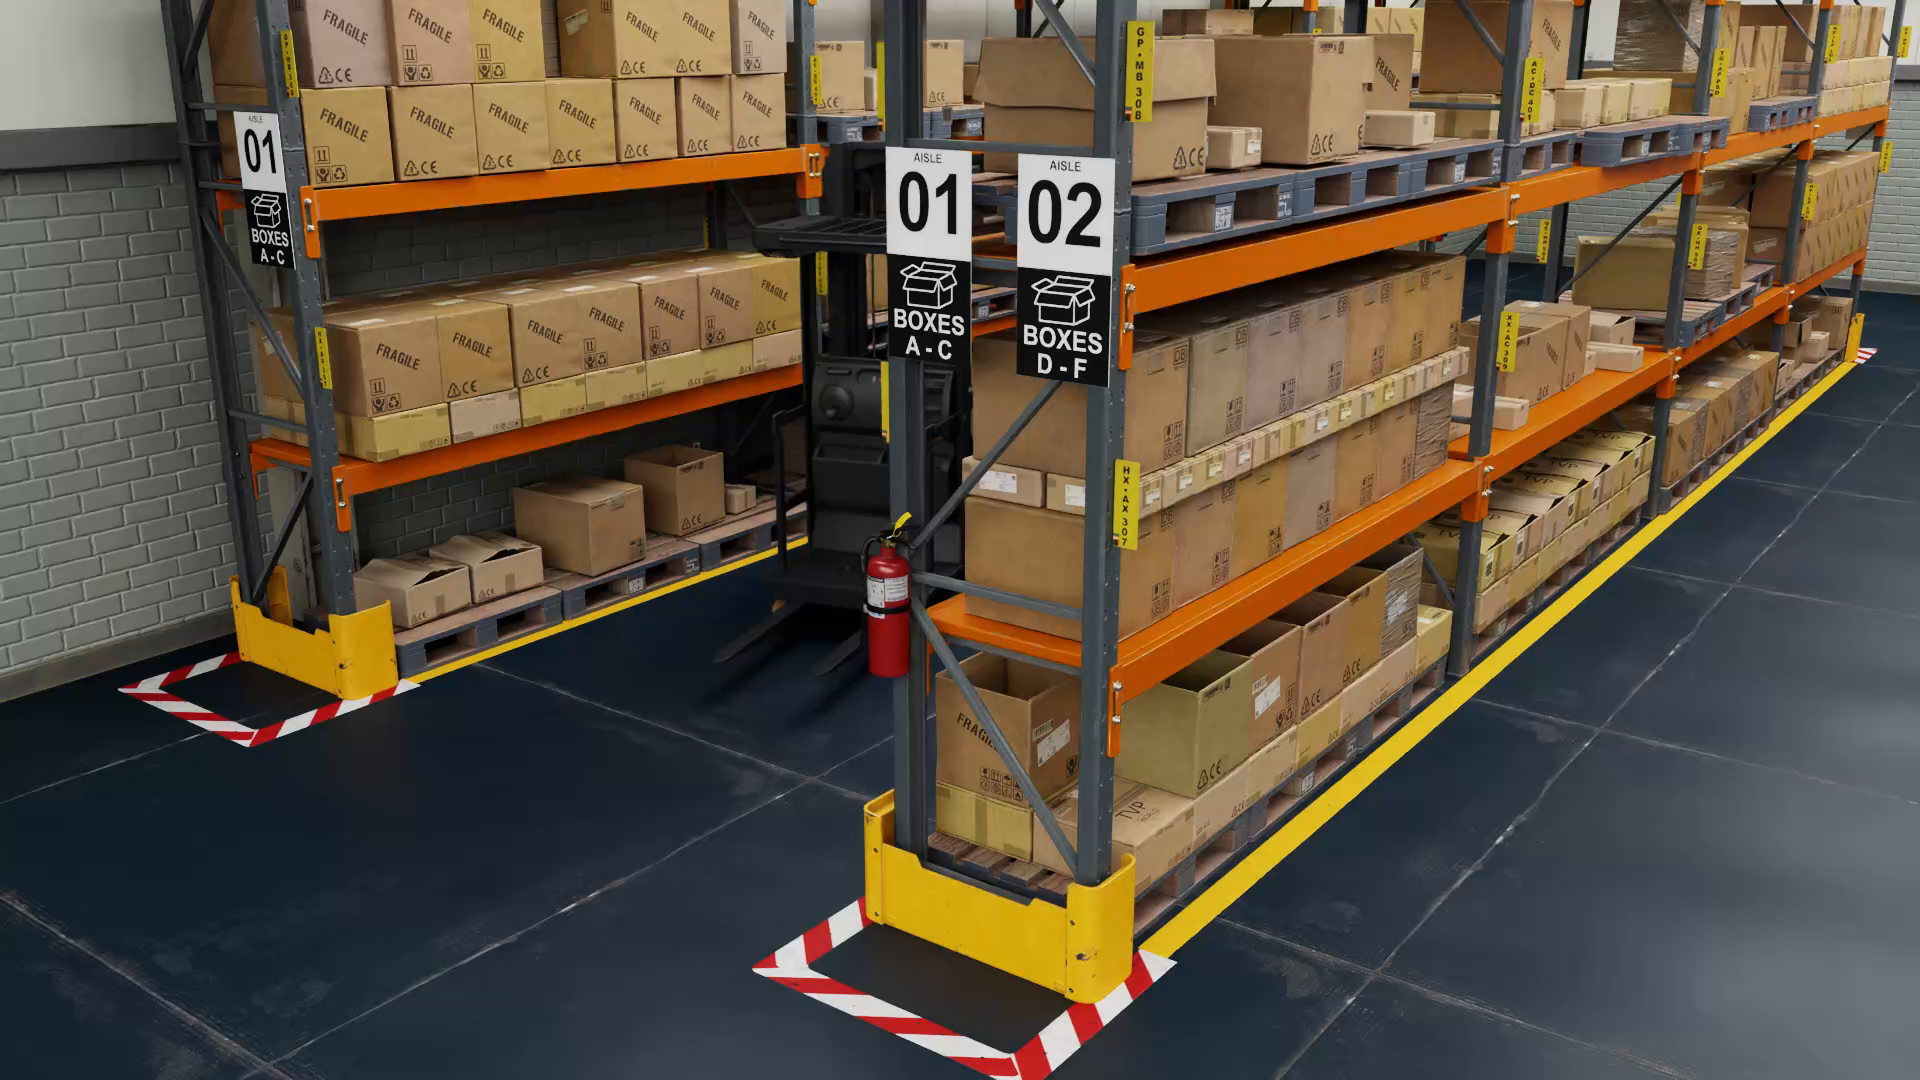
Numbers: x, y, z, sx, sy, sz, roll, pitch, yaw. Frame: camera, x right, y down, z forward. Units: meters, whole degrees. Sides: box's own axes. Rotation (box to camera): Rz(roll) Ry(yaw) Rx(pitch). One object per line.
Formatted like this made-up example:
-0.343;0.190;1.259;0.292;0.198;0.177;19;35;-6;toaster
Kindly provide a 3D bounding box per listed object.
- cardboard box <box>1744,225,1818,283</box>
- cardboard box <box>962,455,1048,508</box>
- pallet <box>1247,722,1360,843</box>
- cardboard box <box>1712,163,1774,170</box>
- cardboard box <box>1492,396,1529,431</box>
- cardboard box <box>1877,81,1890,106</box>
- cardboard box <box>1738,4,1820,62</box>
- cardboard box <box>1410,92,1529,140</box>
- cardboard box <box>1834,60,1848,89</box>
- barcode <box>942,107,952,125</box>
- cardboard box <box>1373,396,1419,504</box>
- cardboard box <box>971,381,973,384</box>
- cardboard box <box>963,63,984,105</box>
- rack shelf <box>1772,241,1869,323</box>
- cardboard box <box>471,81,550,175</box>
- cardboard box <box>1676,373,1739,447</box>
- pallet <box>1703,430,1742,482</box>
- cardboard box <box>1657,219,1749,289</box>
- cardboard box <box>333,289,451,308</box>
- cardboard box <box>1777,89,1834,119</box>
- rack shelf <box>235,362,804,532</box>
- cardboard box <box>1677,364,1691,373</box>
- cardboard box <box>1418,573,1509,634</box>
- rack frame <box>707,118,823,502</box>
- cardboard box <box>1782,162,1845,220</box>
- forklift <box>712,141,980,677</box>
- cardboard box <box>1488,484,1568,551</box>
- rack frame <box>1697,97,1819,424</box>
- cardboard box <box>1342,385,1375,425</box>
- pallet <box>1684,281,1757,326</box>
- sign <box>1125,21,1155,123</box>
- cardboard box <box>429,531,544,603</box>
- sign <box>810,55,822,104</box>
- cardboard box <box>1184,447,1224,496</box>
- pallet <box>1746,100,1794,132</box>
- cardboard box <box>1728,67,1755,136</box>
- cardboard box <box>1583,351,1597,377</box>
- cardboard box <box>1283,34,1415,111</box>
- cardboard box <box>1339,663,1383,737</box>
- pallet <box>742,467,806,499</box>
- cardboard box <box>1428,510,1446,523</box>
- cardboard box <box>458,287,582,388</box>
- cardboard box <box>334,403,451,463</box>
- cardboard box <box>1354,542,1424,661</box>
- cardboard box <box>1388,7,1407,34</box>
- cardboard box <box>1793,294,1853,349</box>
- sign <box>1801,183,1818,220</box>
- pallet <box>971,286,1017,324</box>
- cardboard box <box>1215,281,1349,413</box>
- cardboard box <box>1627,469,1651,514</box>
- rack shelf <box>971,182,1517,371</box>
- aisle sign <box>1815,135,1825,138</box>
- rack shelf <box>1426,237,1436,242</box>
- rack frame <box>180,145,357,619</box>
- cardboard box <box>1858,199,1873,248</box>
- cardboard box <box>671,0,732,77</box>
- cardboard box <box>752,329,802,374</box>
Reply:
7.830;-2.754;15.887;0.500;0.500;0.500;13;22;36;cardboard box
0.233;-0.257;6.752;0.380;0.149;0.250;12;21;34;cardboard box
1.307;1.078;8.418;1.003;0.211;1.213;12;21;35;pallet
7.704;-3.447;16.432;0.500;0.500;0.500;12;21;34;cardboard box
3.233;-0.783;10.130;0.380;0.149;0.250;12;21;35;cardboard box
9.597;-4.778;17.767;0.500;0.250;0.500;12;21;35;cardboard box
7.567;-4.714;15.452;0.700;0.500;0.500;12;21;35;cardboard box
2.916;-2.434;9.512;0.500;0.250;0.500;15;23;40;cardboard box
8.094;-4.424;15.785;0.500;0.250;0.500;12;21;35;cardboard box
-0.050;-1.642;6.437;0.001;0.075;0.075;12;21;35;barcode
1.973;-0.542;8.763;0.700;0.500;0.500;12;21;34;cardboard box
-0.117;-1.165;14.411;0.700;0.500;0.500;12;21;34;cardboard box
0.097;-3.754;14.009;0.797;0.503;0.637;16;24;42;cardboard box
8.500;-2.766;17.306;1.077;0.370;4.000;12;21;35;rack shelf
-2.768;-2.421;9.722;0.500;0.500;0.500;14;22;37;cardboard box
6.342;-1.124;14.279;0.500;0.500;0.500;12;21;33;cardboard box
6.127;-0.809;14.494;1.003;0.211;1.213;12;21;35;pallet
6.305;-2.450;14.198;0.700;0.500;0.500;7;19;21;cardboard box
-3.405;-1.214;10.049;0.500;0.500;0.500;13;21;35;cardboard box
7.796;-4.066;15.475;0.500;0.250;0.500;12;21;35;cardboard box
-2.631;-0.782;10.918;1.077;0.370;4.000;12;21;35;rack shelf
6.211;-1.331;14.944;0.500;0.500;0.500;13;21;35;cardboard box
2.981;0.332;10.044;0.500;0.250;0.500;12;21;33;cardboard box
-1.439;-1.602;12.346;1.000;3.000;0.127;12;21;35;rack frame
8.428;-3.466;16.494;0.500;0.500;0.500;12;21;33;cardboard box
-0.559;-0.899;10.196;1.130;2.935;3.031;6;18;19;forklift
3.597;-0.179;10.746;0.500;0.311;0.500;12;21;33;cardboard box
7.308;-2.633;15.666;1.000;3.000;0.127;12;21;35;rack frame
1.794;-0.681;8.115;0.380;0.149;0.250;13;22;36;cardboard box
6.080;-2.053;14.120;1.003;0.211;1.213;12;21;35;pallet
0.600;-1.563;5.555;0.100;0.325;0.005;12;21;35;sign
-2.998;0.140;10.528;0.500;0.311;0.500;15;22;39;cardboard box
-0.999;-3.188;11.521;0.100;0.325;0.005;12;21;35;sign
0.870;-0.311;6.924;0.380;0.149;0.250;13;21;35;cardboard box
6.248;-3.586;13.991;1.213;0.211;1.003;12;21;35;pallet
5.771;-3.516;13.282;0.910;0.500;0.500;12;21;35;cardboard box
4.210;-1.247;11.625;0.380;0.149;0.250;14;22;39;cardboard box
2.029;-2.402;8.751;0.500;0.500;0.500;15;22;39;cardboard box
1.849;0.773;8.626;0.500;0.250;0.500;12;21;35;cardboard box
-0.977;-0.456;13.357;1.003;0.211;1.213;12;21;35;pallet
2.857;-0.155;10.669;0.500;0.311;0.500;13;22;36;cardboard box
-2.681;-1.244;10.147;0.500;0.500;0.500;12;21;33;cardboard box
-3.277;-0.648;9.491;0.500;0.250;0.500;12;21;33;cardboard box
2.133;0.293;8.907;0.500;0.500;0.500;12;21;35;cardboard box
4.883;-5.962;19.439;0.500;0.500;0.500;11;21;32;cardboard box
9.565;-2.429;18.482;0.500;0.500;0.500;12;21;35;cardboard box
7.756;-3.089;15.181;0.100;0.325;0.005;12;21;35;sign
-0.203;-1.985;13.901;1.003;0.211;1.213;12;21;35;pallet
1.385;-0.930;7.824;0.700;0.500;0.500;12;21;35;cardboard box
4.807;-0.400;12.401;0.500;0.250;0.500;13;21;36;cardboard box
1.350;-1.340;7.658;1.077;0.370;4.000;12;21;35;rack shelf
9.496;-4.896;18.567;0.394;0.787;0.004;12;21;35;aisle sign
4.519;-3.641;20.122;1.077;0.370;4.000;12;21;35;rack shelf
-3.823;-0.650;9.278;1.000;3.000;0.127;12;21;35;rack frame
9.643;-3.479;18.220;0.500;0.500;0.500;13;22;36;cardboard box
-1.840;-3.269;10.768;0.500;0.500;0.500;14;22;38;cardboard box
-1.478;-1.374;11.829;0.500;0.250;0.500;12;21;35;cardboard box
